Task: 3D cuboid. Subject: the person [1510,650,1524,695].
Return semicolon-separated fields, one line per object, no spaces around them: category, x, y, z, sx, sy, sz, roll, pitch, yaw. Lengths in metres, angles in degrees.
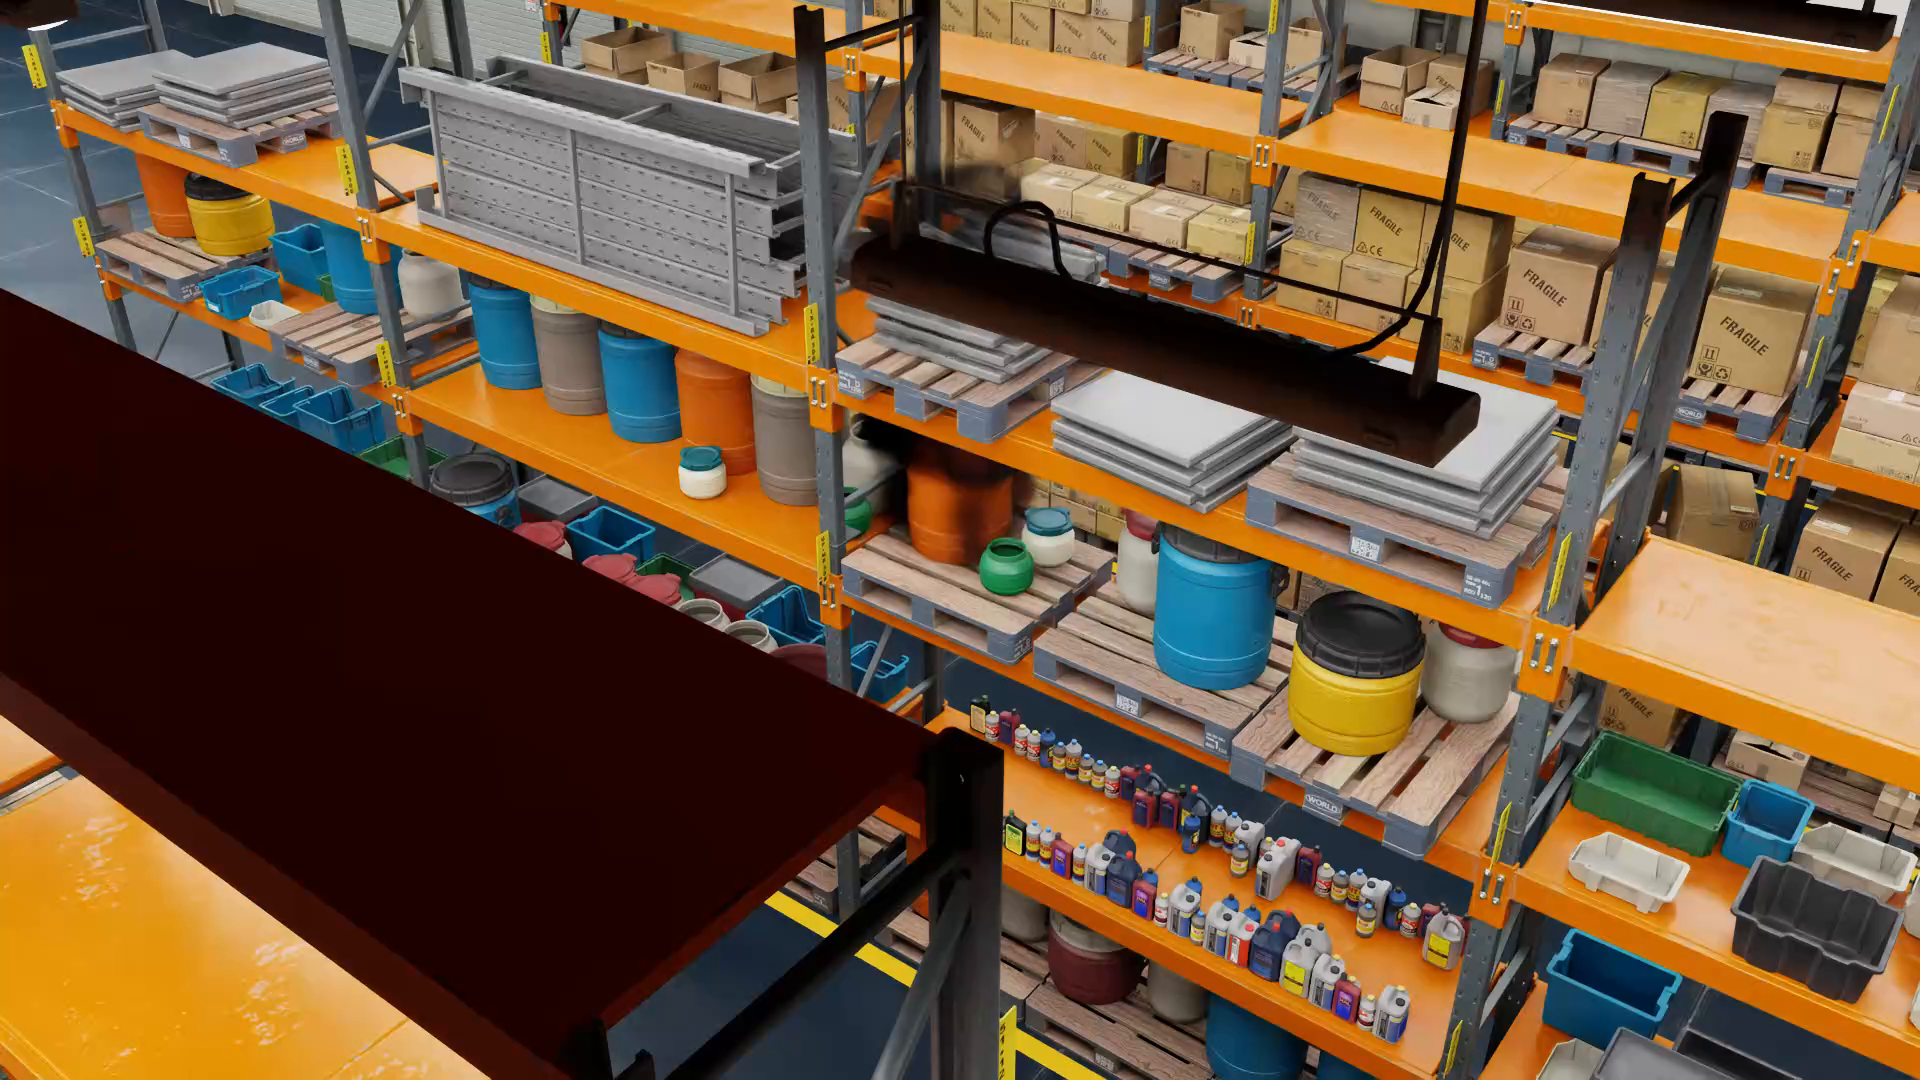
person;3.839;0.908;11.699;0.709;1.779;0.582;20;37;29
